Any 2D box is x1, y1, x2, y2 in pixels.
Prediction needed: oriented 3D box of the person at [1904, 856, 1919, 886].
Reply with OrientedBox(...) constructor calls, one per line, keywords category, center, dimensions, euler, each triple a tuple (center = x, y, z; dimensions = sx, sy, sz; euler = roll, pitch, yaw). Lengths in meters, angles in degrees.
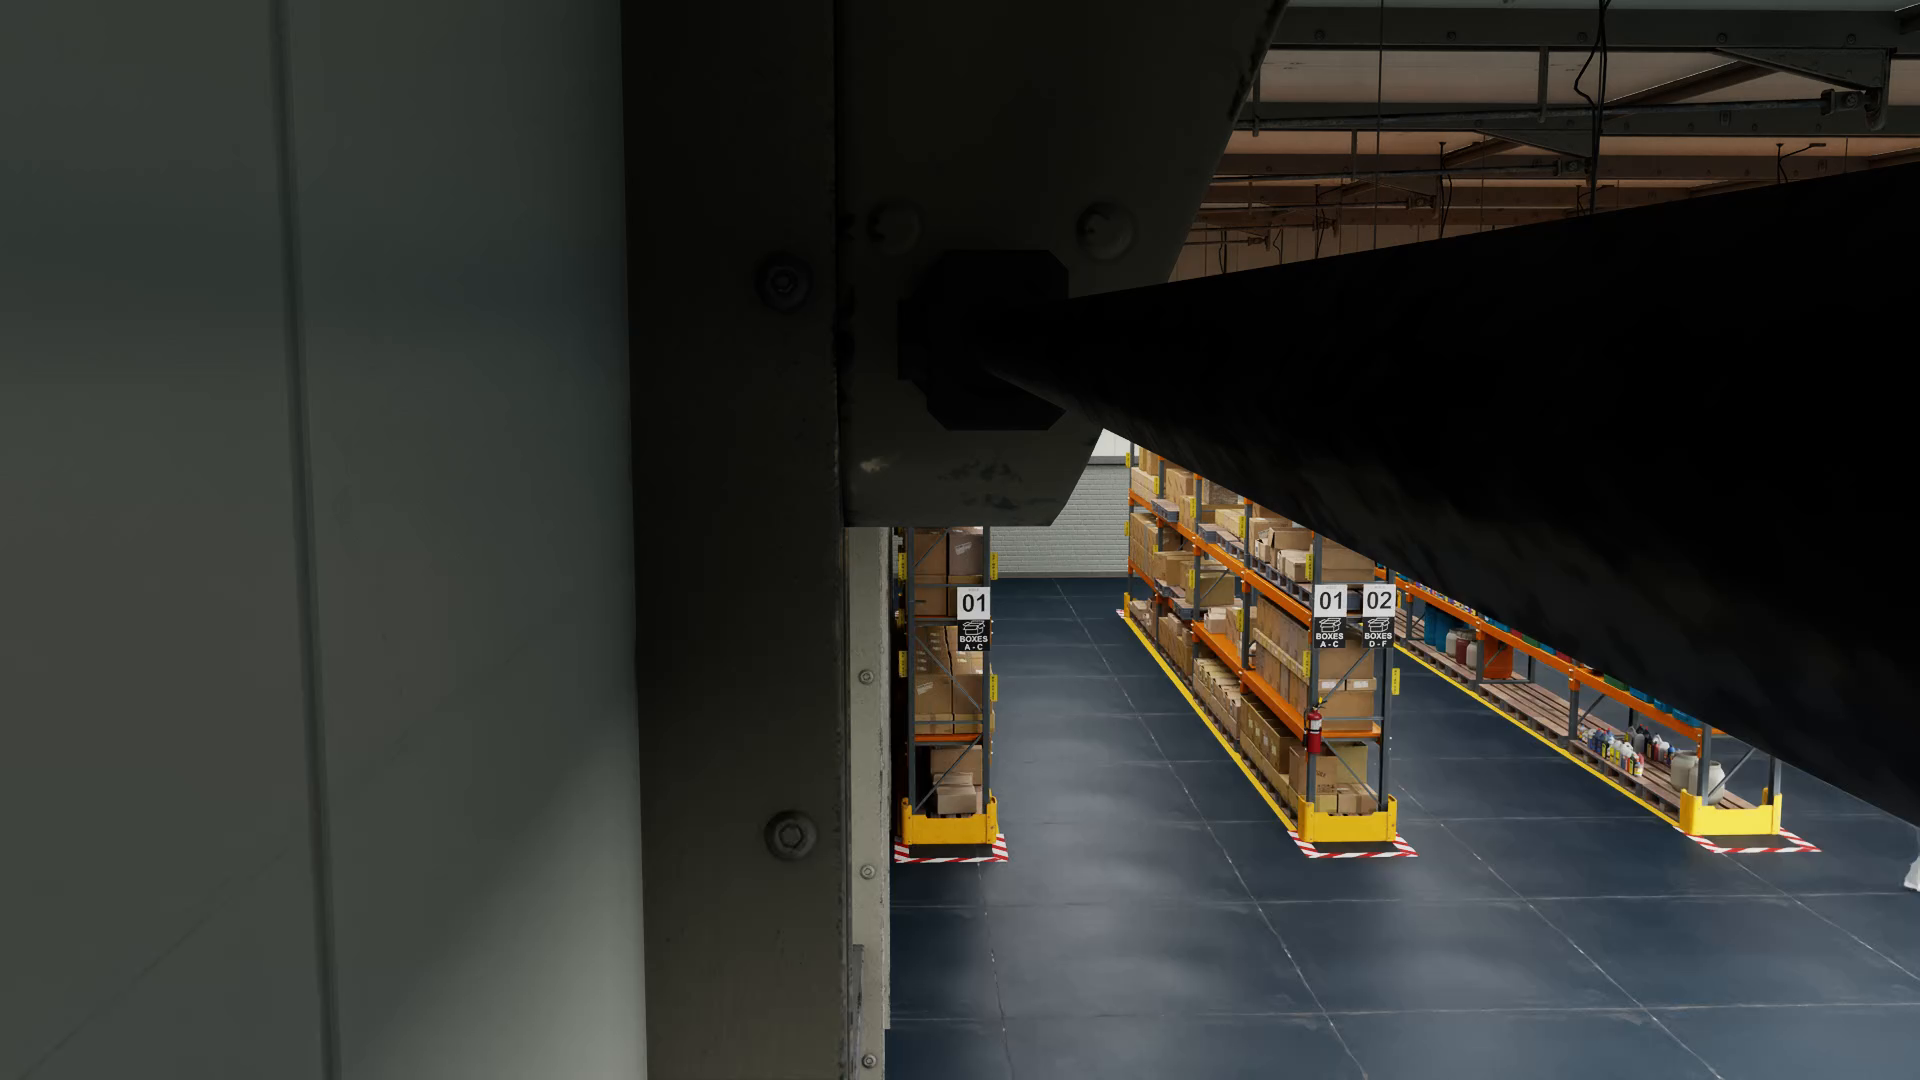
OrientedBox(category="person", center=(10.940, 3.112, 18.532), dimensions=(0.631, 1.573, 0.556), euler=(5, 9, 36))
